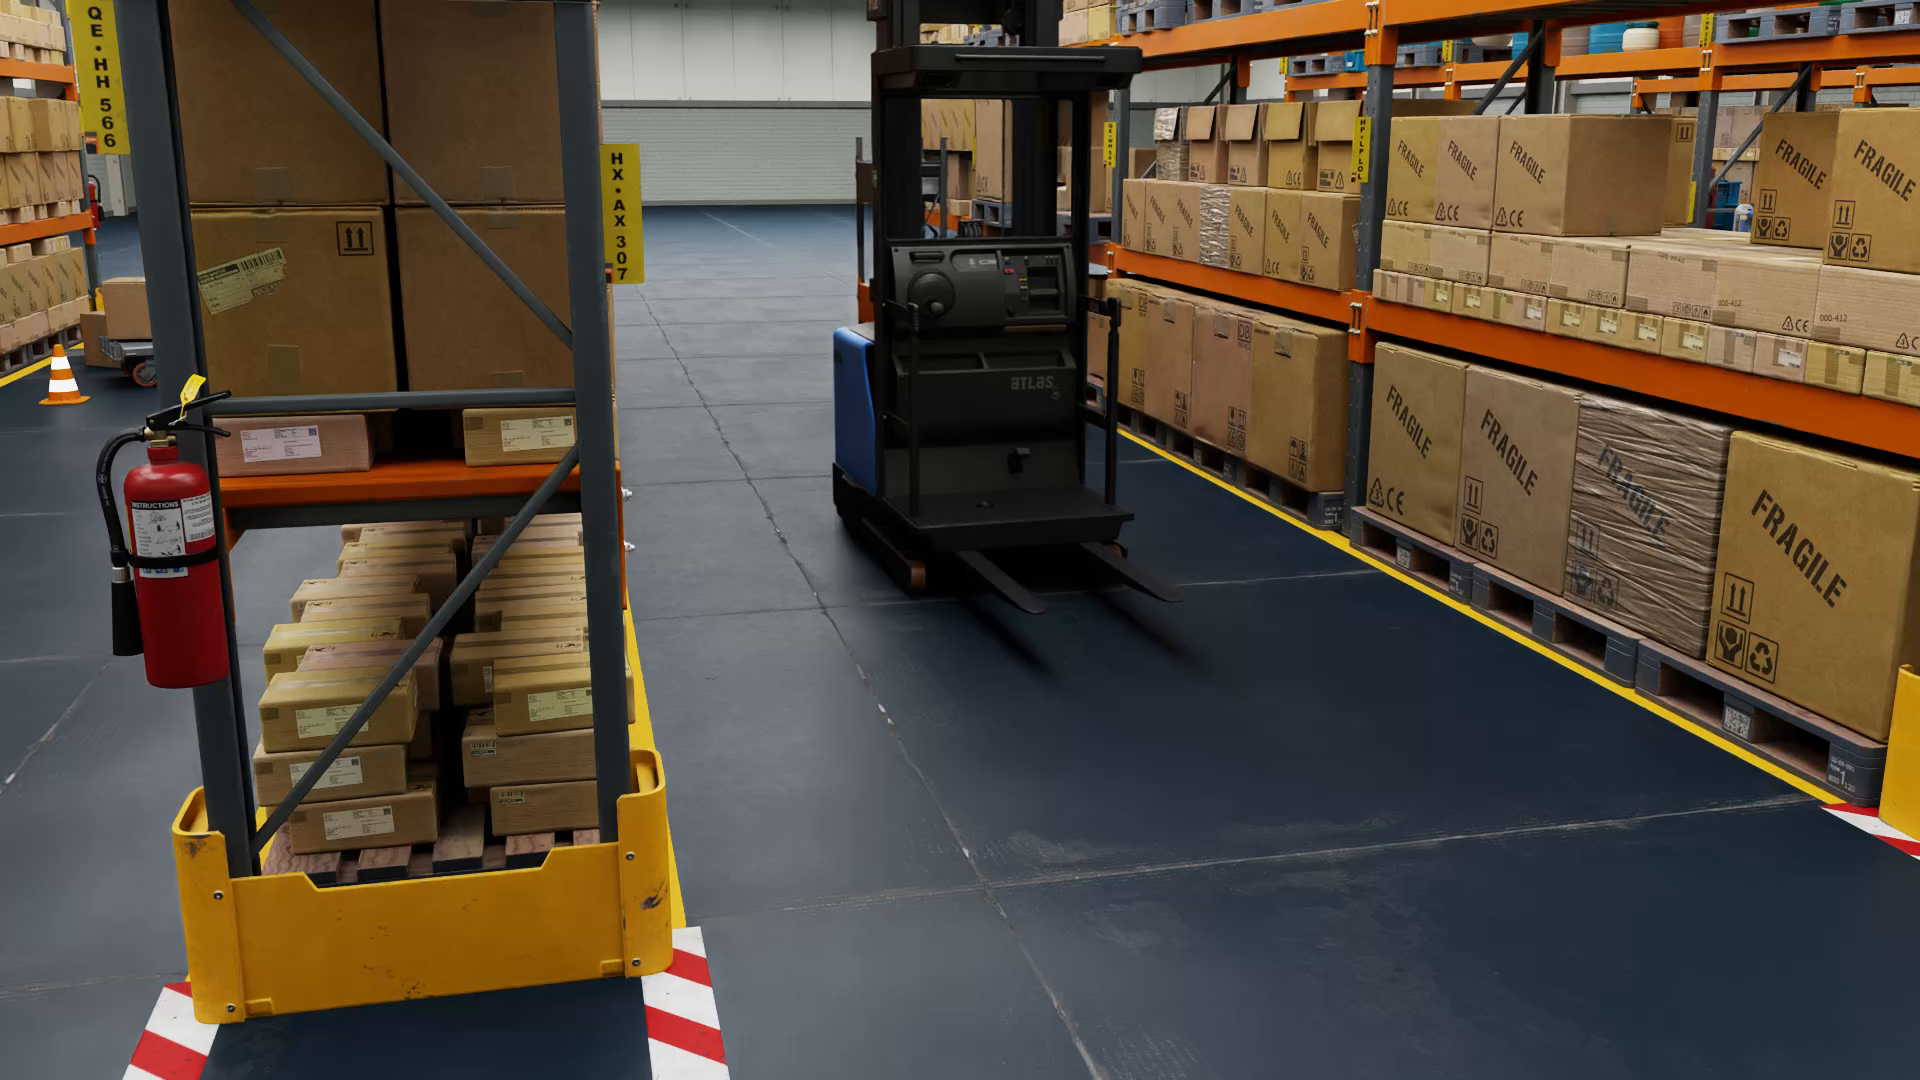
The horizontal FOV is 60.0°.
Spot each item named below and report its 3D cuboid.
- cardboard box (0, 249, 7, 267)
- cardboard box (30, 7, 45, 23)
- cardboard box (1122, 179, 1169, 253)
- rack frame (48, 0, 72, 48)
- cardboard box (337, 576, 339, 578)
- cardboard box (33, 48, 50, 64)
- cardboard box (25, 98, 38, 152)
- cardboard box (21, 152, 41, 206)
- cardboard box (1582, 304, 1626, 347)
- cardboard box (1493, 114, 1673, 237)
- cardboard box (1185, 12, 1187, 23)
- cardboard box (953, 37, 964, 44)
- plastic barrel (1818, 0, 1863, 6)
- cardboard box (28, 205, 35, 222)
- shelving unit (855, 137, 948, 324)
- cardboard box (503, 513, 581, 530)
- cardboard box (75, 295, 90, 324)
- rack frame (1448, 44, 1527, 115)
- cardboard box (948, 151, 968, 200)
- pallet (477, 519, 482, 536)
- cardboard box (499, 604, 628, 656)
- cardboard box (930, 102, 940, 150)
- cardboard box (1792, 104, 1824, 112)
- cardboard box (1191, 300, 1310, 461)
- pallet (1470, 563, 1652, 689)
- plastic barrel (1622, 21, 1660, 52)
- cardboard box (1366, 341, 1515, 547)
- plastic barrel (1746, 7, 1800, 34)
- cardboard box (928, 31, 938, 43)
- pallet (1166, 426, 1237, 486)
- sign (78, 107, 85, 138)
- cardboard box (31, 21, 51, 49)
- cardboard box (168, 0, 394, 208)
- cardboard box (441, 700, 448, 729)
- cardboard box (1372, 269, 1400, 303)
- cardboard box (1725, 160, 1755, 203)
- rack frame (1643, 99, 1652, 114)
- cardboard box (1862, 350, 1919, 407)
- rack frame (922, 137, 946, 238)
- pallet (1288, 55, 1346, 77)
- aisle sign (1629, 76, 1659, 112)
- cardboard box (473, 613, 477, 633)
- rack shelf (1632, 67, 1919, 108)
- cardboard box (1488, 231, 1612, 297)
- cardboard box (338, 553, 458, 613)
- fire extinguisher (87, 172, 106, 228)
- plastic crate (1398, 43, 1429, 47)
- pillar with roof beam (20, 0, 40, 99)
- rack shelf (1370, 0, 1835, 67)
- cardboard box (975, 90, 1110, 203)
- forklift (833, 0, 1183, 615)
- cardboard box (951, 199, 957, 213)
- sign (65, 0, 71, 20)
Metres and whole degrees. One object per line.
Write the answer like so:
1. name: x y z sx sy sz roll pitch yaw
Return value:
1. cardboard box: -8.786 -2.522 14.892 0.380 0.149 0.250 -3 14 -12
2. cardboard box: -9.411 -5.255 16.646 0.380 0.149 0.250 -3 14 -14
3. cardboard box: 1.483 -2.342 11.982 0.500 0.500 0.500 -3 14 -12
4. rack frame: -9.879 -6.628 17.096 1.000 3.000 0.127 -3 14 -13
5. cardboard box: -2.160 0.190 6.326 0.380 0.149 0.250 -3 14 -14
6. cardboard box: -9.403 -4.863 16.723 0.380 0.149 0.250 -3 14 -11
7. cardboard box: -9.233 -3.935 15.769 0.700 0.500 0.500 -3 14 -14
8. cardboard box: -9.156 -3.448 15.881 0.500 0.500 0.500 -3 14 -13
9. cardboard box: 2.749 -0.870 6.695 0.380 0.149 0.250 -3 14 -12
10. cardboard box: 2.671 -1.575 7.164 0.500 0.500 0.500 -4 14 -15
11. cardboard box: 1.770 -3.928 12.679 0.500 0.250 0.500 -3 14 -12
12. cardboard box: 0.220 -4.939 16.820 0.500 0.250 0.500 -3 14 -12
13. plastic barrel: 6.473 -4.025 12.205 0.294 0.245 0.294 0 14 0
14. cardboard box: -9.079 -3.112 15.873 0.380 0.149 0.250 -3 14 -13
15. shelving unit: -0.341 -1.276 9.727 0.431 2.100 0.503 -4 14 -16
16. cardboard box: -1.634 -0.050 6.680 0.380 0.149 0.250 -4 14 -16
17. cardboard box: -9.422 -2.405 17.360 0.500 0.250 0.500 -3 14 -13
18. rack frame: 5.508 -3.620 17.422 1.000 3.000 0.127 -3 14 -13
19. cardboard box: 0.349 -3.871 17.613 0.875 0.500 0.500 -3 14 -13
20. pallet: -2.457 -0.070 8.768 1.003 0.211 1.213 -3 14 -13
21. cardboard box: -1.242 0.308 5.215 0.380 0.149 0.250 -3 14 -13
22. cardboard box: -0.029 -4.457 17.905 0.500 0.500 0.500 -3 14 -13
23. cardboard box: 10.093 -4.792 19.277 0.700 0.500 0.500 -3 14 -13
24. cardboard box: 2.192 -1.022 10.384 1.225 0.875 0.875 -4 14 -15
25. pallet: 2.965 0.318 7.179 1.003 0.211 1.213 -3 14 -13
26. plastic barrel: 5.922 -4.367 14.453 0.301 0.262 0.301 0 14 0
27. cardboard box: 2.650 -0.513 8.299 0.875 0.875 0.875 -3 14 -13
28. plastic barrel: 6.672 -4.297 13.639 0.421 0.512 0.421 0 14 0
29. cardboard box: -0.134 -5.466 18.135 0.380 0.149 0.250 -4 14 -16
30. pallet: 2.028 -0.599 10.935 1.003 0.211 1.213 -3 14 -13
31. sign: -9.335 -4.456 17.741 0.100 0.325 0.005 -3 14 -13
32. cardboard box: -9.393 -5.023 16.535 0.500 0.250 0.500 -3 14 -14
33. cardboard box: -1.682 -1.092 4.134 0.500 0.500 0.500 -4 14 -14
34. cardboard box: -1.867 0.573 5.382 0.380 0.149 0.250 -3 14 -13
35. cardboard box: 2.319 -1.289 8.413 0.380 0.149 0.250 -3 14 -13
36. cardboard box: 9.848 -4.401 20.409 0.700 0.500 0.500 -3 14 -11
37. rack frame: 9.387 -4.818 22.326 0.949 2.616 0.053 -3 14 -13
38. cardboard box: 3.108 -0.517 5.252 0.380 0.149 0.250 -3 14 -12
39. rack frame: -0.272 -1.221 9.500 0.400 2.100 0.015 -4 14 -16
40. pallet: 4.668 -5.711 20.062 1.003 0.211 1.213 -3 14 -13
41. aisle sign: 9.071 -6.078 22.009 0.394 0.787 0.004 -3 14 -13
42. cardboard box: -1.469 0.340 5.710 0.380 0.149 0.250 -4 14 -16
43. rack shelf: 9.854 -5.464 20.167 1.077 0.370 4.000 -3 14 -13
44. cardboard box: 2.667 -1.212 7.258 0.500 0.250 0.500 -3 14 -12
45. cardboard box: -1.962 0.159 5.825 0.380 0.149 0.250 -4 14 -15
46. fire extinguisher: -9.458 -3.728 18.031 0.296 0.674 0.183 -3 14 -13
47. plastic crate: 5.309 -5.569 19.113 0.392 0.384 0.575 -3 14 -13
48. pillar with roof beam: -16.867 -11.916 38.742 9.100 9.000 0.400 -3 14 -13
49. rack shelf: 3.042 -2.144 6.579 1.077 0.370 4.000 -3 14 -13
50. cardboard box: 0.744 -3.648 15.389 1.000 1.000 1.000 -3 14 -13
51. forklift: 0.184 -1.246 7.984 1.129 2.867 3.031 -4 14 -16
52. cardboard box: 0.112 -3.546 17.649 0.380 0.149 0.250 -3 14 -13
53. sign: -9.335 -5.627 17.455 0.100 0.325 0.005 -3 14 -13
